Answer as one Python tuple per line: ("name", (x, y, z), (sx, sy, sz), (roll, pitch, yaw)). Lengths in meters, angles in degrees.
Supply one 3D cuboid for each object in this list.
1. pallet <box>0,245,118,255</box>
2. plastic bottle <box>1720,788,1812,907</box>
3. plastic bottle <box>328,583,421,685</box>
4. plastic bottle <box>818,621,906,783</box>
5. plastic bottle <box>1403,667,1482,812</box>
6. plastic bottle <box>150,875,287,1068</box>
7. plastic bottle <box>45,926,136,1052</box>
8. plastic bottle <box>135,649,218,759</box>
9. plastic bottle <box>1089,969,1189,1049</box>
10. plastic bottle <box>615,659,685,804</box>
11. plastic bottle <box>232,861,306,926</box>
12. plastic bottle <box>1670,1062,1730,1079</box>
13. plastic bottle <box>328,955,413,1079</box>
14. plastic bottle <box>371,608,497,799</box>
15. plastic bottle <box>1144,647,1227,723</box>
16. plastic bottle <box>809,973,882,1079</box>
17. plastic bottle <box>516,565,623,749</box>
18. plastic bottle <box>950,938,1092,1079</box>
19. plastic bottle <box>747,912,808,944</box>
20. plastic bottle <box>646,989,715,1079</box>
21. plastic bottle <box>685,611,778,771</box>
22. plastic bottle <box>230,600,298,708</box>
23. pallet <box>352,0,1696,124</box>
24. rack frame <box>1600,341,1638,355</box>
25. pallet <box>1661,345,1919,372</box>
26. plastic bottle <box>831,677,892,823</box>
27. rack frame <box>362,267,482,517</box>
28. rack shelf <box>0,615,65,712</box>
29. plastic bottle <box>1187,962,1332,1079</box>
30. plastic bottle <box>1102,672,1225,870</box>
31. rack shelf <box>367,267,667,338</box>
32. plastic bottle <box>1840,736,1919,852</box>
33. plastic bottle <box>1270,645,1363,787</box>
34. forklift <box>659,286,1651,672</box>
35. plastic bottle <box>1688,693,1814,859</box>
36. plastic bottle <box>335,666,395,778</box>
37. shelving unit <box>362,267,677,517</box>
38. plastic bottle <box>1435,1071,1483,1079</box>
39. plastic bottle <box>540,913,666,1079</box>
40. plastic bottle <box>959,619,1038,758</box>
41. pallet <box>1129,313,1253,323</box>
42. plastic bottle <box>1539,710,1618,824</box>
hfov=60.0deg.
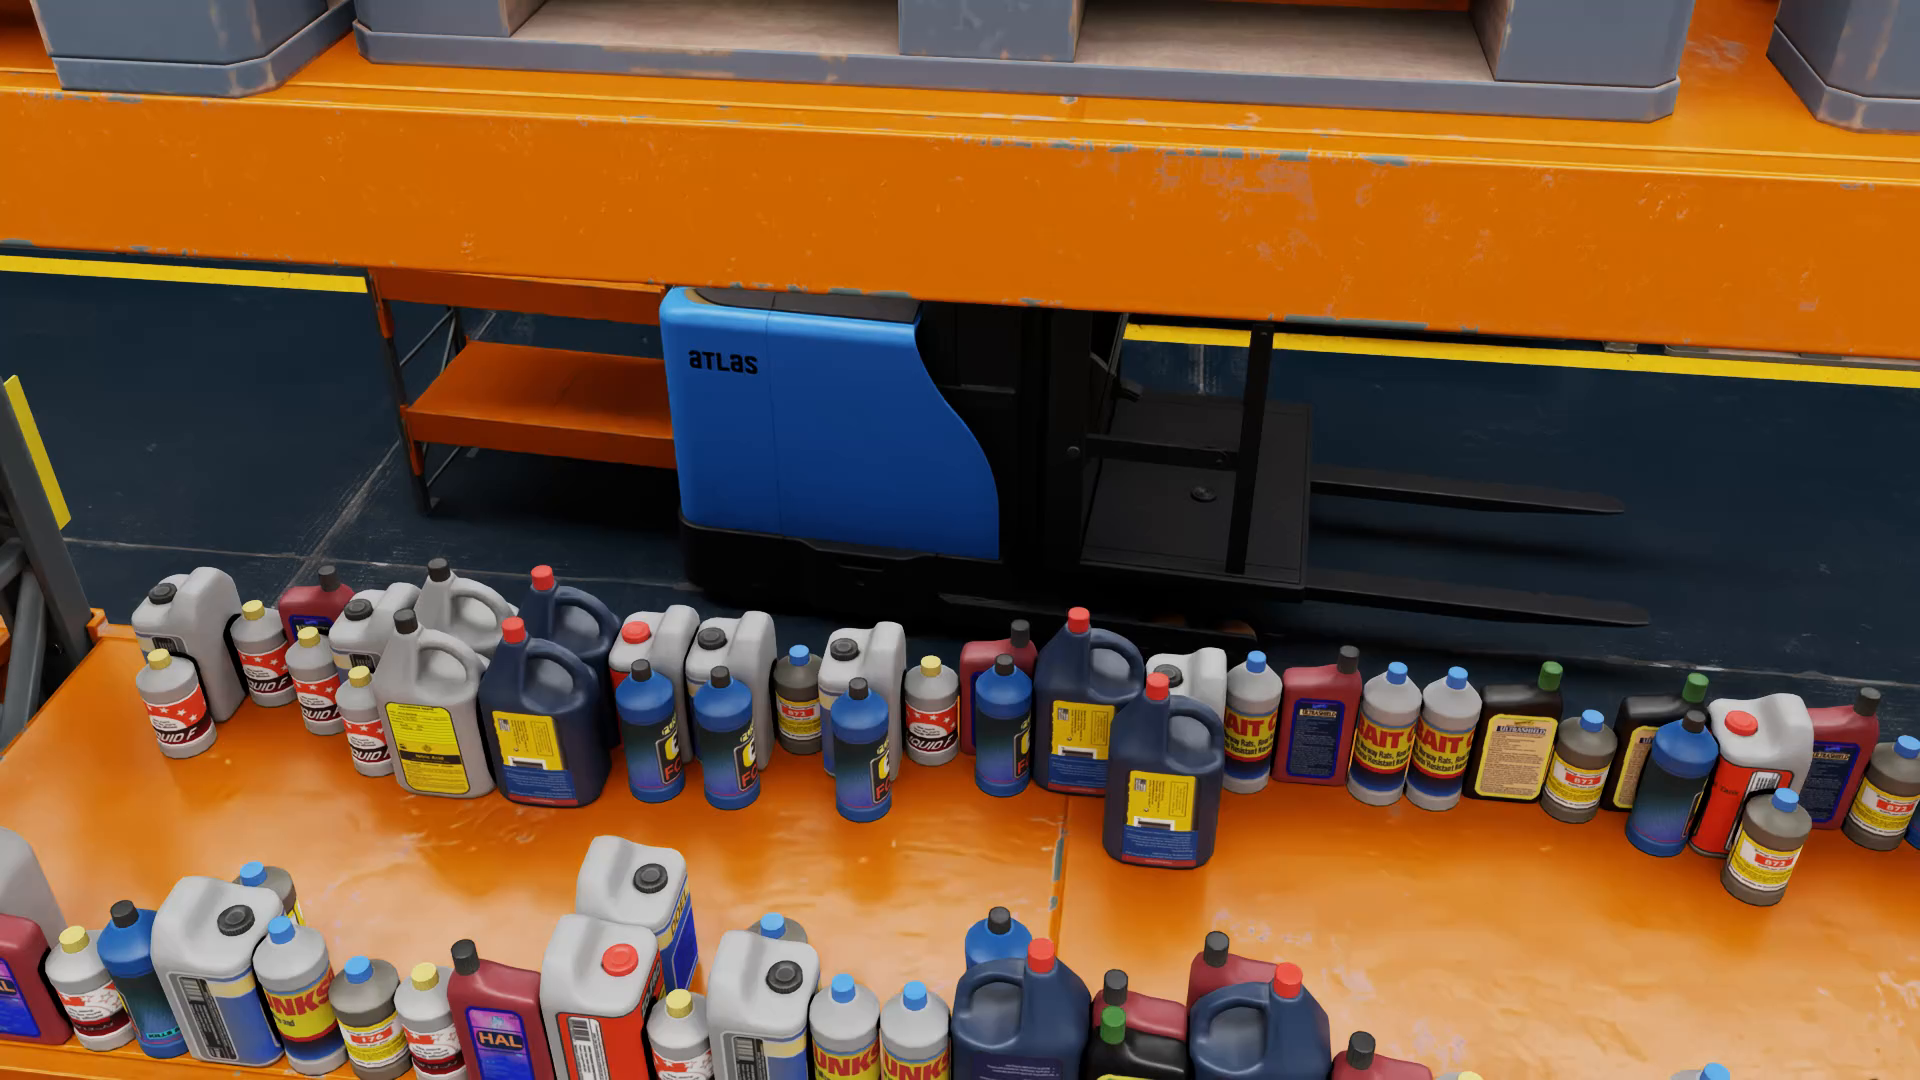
("pallet", (-4.361, -1.716, 7.973), (1.213, 0.211, 1.003), (4, 36, 6))
("plastic bottle", (1.296, 0.482, 2.664), (0.097, 0.201, 0.097), (0, 36, 0))
("plastic bottle", (-1.033, 0.205, 2.988), (0.135, 0.276, 0.152), (4, 36, 6))
("plastic bottle", (-0.169, 0.269, 2.898), (0.135, 0.276, 0.152), (4, 36, 6))
("plastic bottle", (0.821, 0.329, 2.818), (0.097, 0.271, 0.097), (0, 36, 0))
("plastic bottle", (-1.053, 0.616, 2.412), (0.135, 0.276, 0.152), (4, 36, 6))
("plastic bottle", (-1.269, 0.646, 2.434), (0.097, 0.201, 0.097), (0, 36, 0))
("plastic bottle", (-1.392, 0.281, 2.945), (0.097, 0.201, 0.097), (0, 36, 0))
("plastic bottle", (0.243, 0.700, 2.287), (0.133, 0.283, 0.061), (4, 36, 6))
("plastic bottle", (-0.530, 0.317, 2.834), (0.097, 0.271, 0.097), (0, 36, 0))
("plastic bottle", (-1.056, 0.573, 2.536), (0.097, 0.201, 0.097), (0, 36, 0))
("plastic bottle", (0.958, 0.784, 2.181), (0.097, 0.271, 0.097), (0, 36, 0))
("plastic bottle", (-0.845, 0.678, 2.390), (0.097, 0.201, 0.097), (0, 36, 0))
("plastic bottle", (-0.892, 0.267, 2.836), (0.185, 0.351, 0.144), (4, 36, 6))
("plastic bottle", (0.377, 0.310, 2.841), (0.135, 0.276, 0.152), (4, 36, 6))
("plastic bottle", (-0.156, 0.700, 2.297), (0.097, 0.271, 0.097), (0, 36, 0))
("plastic bottle", (-0.690, 0.197, 2.934), (0.185, 0.351, 0.144), (4, 36, 6))
("plastic bottle", (0.083, 0.672, 2.268), (0.185, 0.351, 0.144), (4, 36, 6))
("plastic bottle", (-0.271, 0.631, 2.454), (0.097, 0.201, 0.097), (0, 36, 0))
("plastic bottle", (-0.386, 0.712, 2.342), (0.097, 0.201, 0.097), (0, 36, 0))
("plastic bottle", (-0.399, 0.252, 2.922), (0.135, 0.276, 0.152), (4, 36, 6))
("plastic bottle", (-1.276, 0.201, 3.057), (0.097, 0.201, 0.097), (0, 36, 0))
("pallet", (0.088, -0.776, 1.835), (1.213, 0.211, 1.003), (4, 36, 6))
("rack frame", (2.771, -2.274, 6.354), (0.127, 3.000, 1.000), (4, 36, 6))
("pallet", (3.546, -1.080, 7.081), (1.213, 0.211, 1.003), (4, 36, 6))
("plastic bottle", (-0.166, 0.344, 2.796), (0.097, 0.271, 0.097), (0, 36, 0))
("rack frame", (-1.848, -0.684, 5.740), (0.032, 1.125, 0.500), (6, 36, 9))
("rack shelf", (-3.811, 0.429, 3.186), (4.000, 0.370, 1.077), (4, 36, 6))
("plastic bottle", (0.399, 0.696, 2.235), (0.185, 0.351, 0.144), (4, 36, 6))
("plastic bottle", (0.333, 0.363, 2.702), (0.185, 0.351, 0.144), (4, 36, 6))
("rack shelf", (-1.349, -0.866, 5.491), (1.000, 0.278, 0.538), (6, 36, 9))
("plastic bottle", (1.544, 0.411, 2.763), (0.097, 0.201, 0.097), (0, 36, 0))
("plastic bottle", (0.612, 0.298, 2.851), (0.133, 0.283, 0.061), (4, 36, 6))
("forklift", (0.661, -1.118, 4.793), (3.031, 2.935, 1.130), (6, 36, 9))
("plastic bottle", (1.294, 0.378, 2.745), (0.135, 0.276, 0.152), (4, 36, 6))
("plastic bottle", (-1.030, 0.308, 2.907), (0.097, 0.201, 0.097), (0, 36, 0))
("shelving unit", (-1.349, -0.627, 5.661), (1.048, 1.125, 0.538), (6, 36, 9))
("plastic bottle", (0.668, 0.790, 2.231), (0.097, 0.201, 0.097), (0, 36, 0))
("plastic bottle", (-0.498, 0.657, 2.354), (0.135, 0.276, 0.152), (4, 36, 6))
("plastic bottle", (0.066, 0.257, 2.908), (0.133, 0.283, 0.061), (4, 36, 6))
("pallet", (0.792, -1.332, 7.435), (1.213, 0.211, 1.003), (4, 36, 6))
("plastic bottle", (1.050, 0.374, 2.814), (0.097, 0.201, 0.097), (0, 36, 0))
